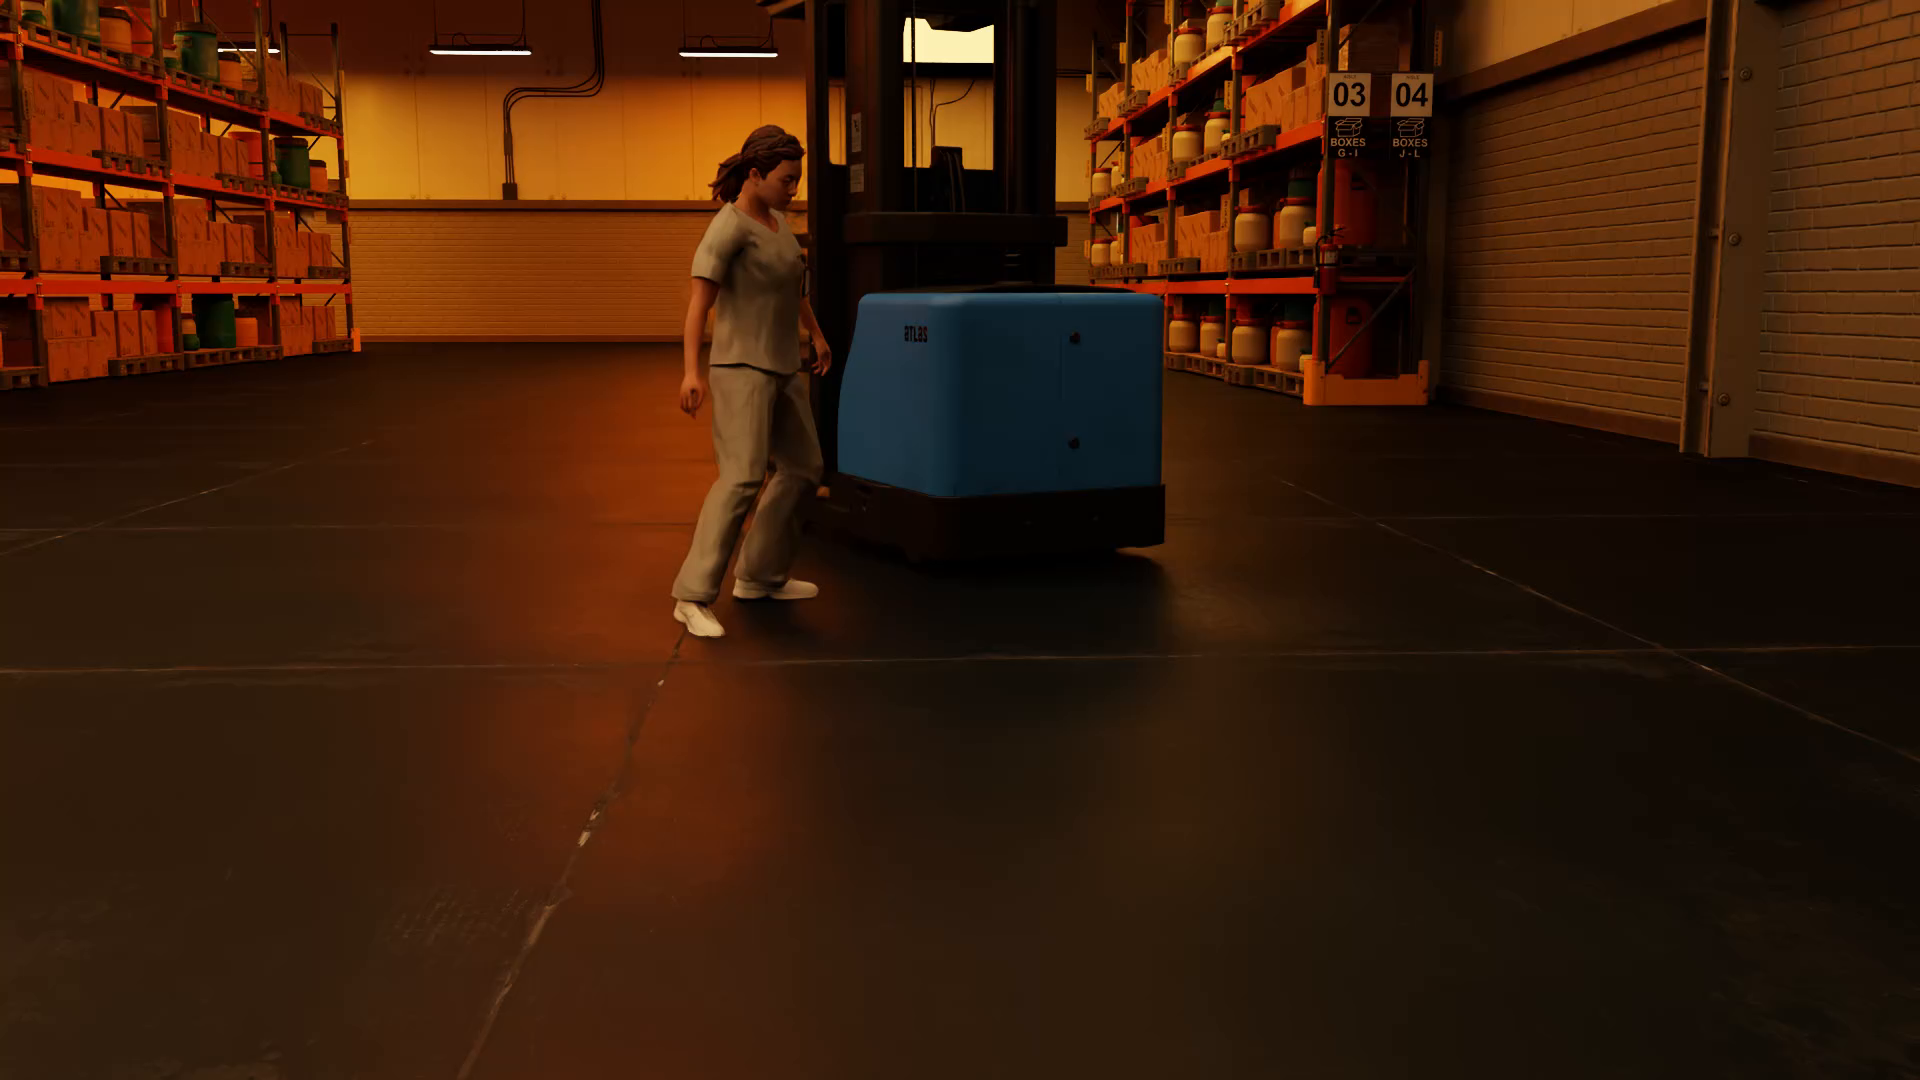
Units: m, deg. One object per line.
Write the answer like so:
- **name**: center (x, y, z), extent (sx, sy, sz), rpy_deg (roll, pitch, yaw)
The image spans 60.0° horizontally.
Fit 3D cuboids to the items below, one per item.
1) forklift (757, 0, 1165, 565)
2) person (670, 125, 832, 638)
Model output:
- **forklift**: center (-0.264, -1.530, 7.637), extent (1.130, 2.935, 3.031), rpy_deg (-4, 9, -25)
- **person**: center (-0.683, -0.543, 5.557), extent (0.400, 1.633, 0.895), rpy_deg (3, 9, 19)
